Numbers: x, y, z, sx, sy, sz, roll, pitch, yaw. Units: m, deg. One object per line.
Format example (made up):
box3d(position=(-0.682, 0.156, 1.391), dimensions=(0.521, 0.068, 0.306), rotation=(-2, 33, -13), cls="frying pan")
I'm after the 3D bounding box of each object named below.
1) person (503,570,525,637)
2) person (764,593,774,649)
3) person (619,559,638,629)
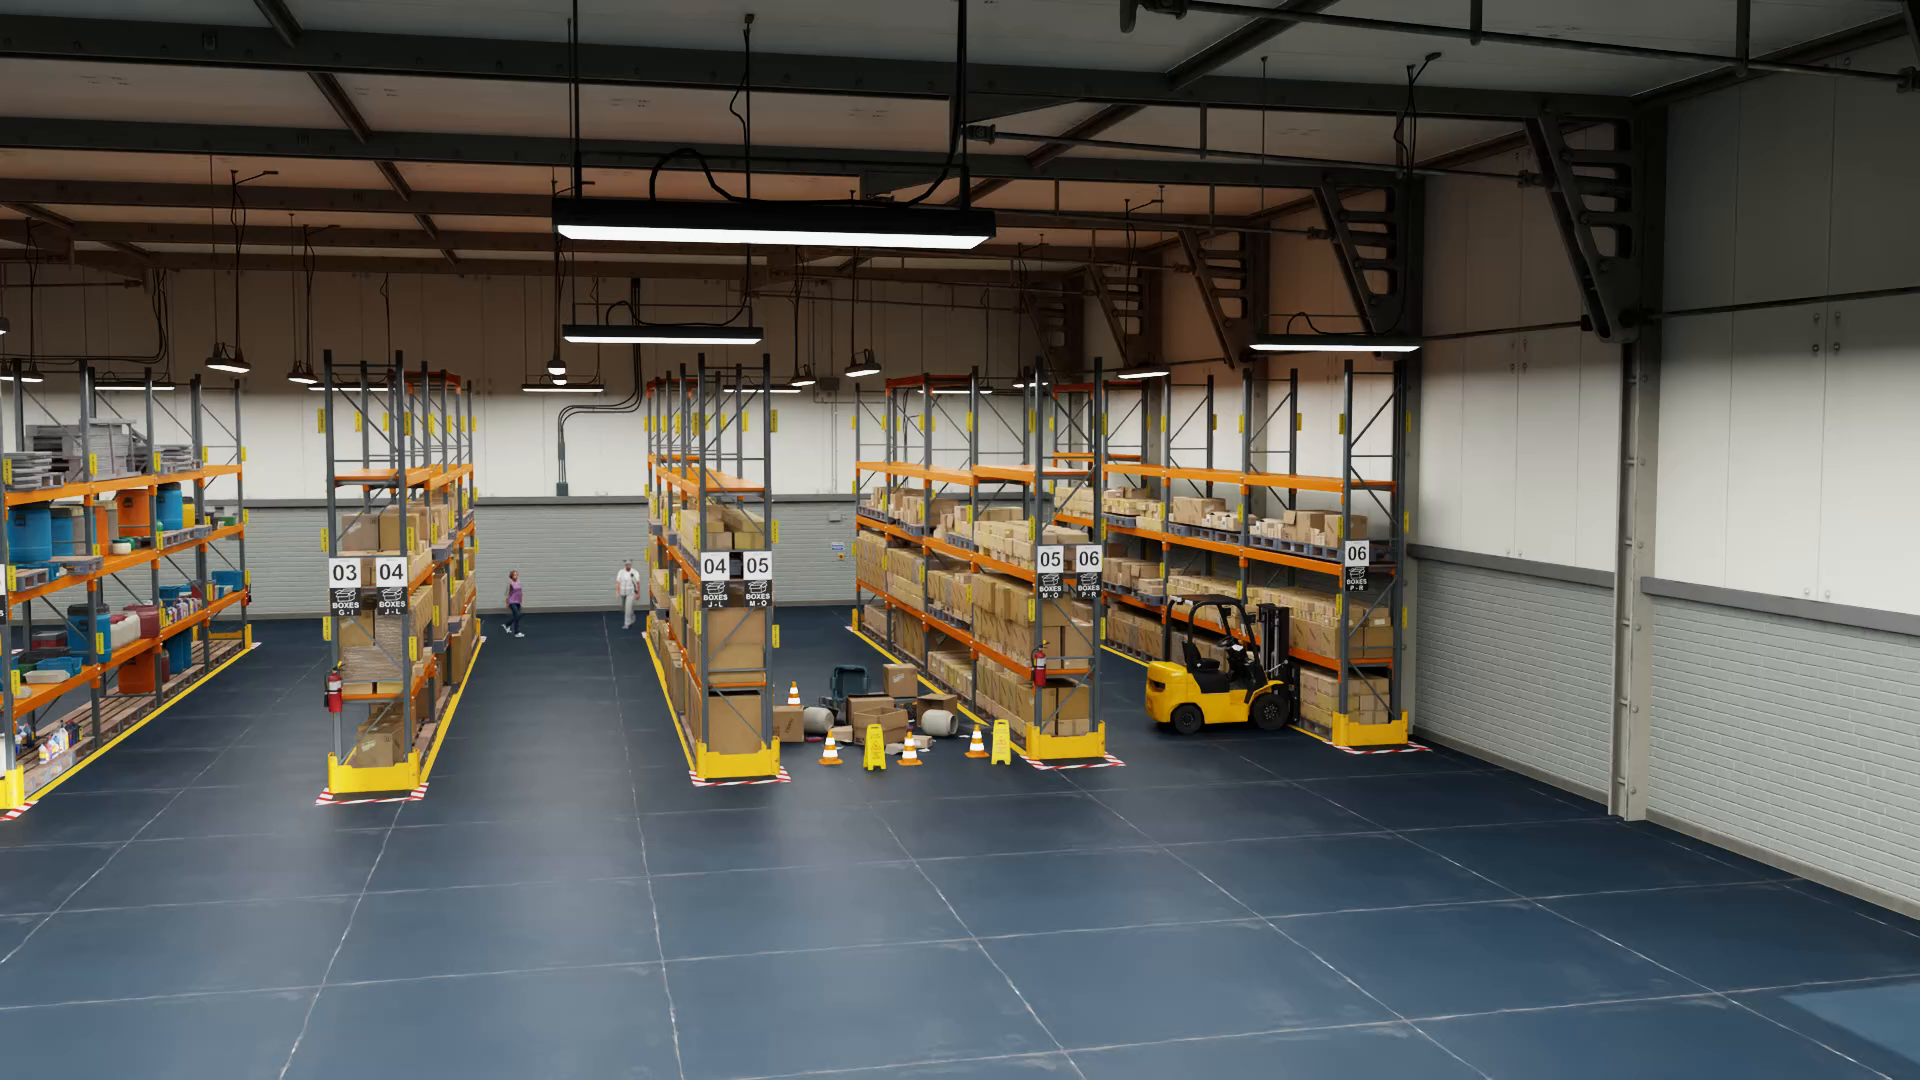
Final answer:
box3d(position=(-10.511, 1.484, 39.111), dimensions=(0.752, 1.568, 0.421), rotation=(2, 4, 25), cls="person")
box3d(position=(-4.396, 1.629, 36.893), dimensions=(0.532, 1.723, 0.420), rotation=(-1, 4, -10), cls="person")
box3d(position=(-8.124, 1.295, 40.740), dimensions=(0.435, 1.709, 1.086), rotation=(1, 4, 15), cls="person")
